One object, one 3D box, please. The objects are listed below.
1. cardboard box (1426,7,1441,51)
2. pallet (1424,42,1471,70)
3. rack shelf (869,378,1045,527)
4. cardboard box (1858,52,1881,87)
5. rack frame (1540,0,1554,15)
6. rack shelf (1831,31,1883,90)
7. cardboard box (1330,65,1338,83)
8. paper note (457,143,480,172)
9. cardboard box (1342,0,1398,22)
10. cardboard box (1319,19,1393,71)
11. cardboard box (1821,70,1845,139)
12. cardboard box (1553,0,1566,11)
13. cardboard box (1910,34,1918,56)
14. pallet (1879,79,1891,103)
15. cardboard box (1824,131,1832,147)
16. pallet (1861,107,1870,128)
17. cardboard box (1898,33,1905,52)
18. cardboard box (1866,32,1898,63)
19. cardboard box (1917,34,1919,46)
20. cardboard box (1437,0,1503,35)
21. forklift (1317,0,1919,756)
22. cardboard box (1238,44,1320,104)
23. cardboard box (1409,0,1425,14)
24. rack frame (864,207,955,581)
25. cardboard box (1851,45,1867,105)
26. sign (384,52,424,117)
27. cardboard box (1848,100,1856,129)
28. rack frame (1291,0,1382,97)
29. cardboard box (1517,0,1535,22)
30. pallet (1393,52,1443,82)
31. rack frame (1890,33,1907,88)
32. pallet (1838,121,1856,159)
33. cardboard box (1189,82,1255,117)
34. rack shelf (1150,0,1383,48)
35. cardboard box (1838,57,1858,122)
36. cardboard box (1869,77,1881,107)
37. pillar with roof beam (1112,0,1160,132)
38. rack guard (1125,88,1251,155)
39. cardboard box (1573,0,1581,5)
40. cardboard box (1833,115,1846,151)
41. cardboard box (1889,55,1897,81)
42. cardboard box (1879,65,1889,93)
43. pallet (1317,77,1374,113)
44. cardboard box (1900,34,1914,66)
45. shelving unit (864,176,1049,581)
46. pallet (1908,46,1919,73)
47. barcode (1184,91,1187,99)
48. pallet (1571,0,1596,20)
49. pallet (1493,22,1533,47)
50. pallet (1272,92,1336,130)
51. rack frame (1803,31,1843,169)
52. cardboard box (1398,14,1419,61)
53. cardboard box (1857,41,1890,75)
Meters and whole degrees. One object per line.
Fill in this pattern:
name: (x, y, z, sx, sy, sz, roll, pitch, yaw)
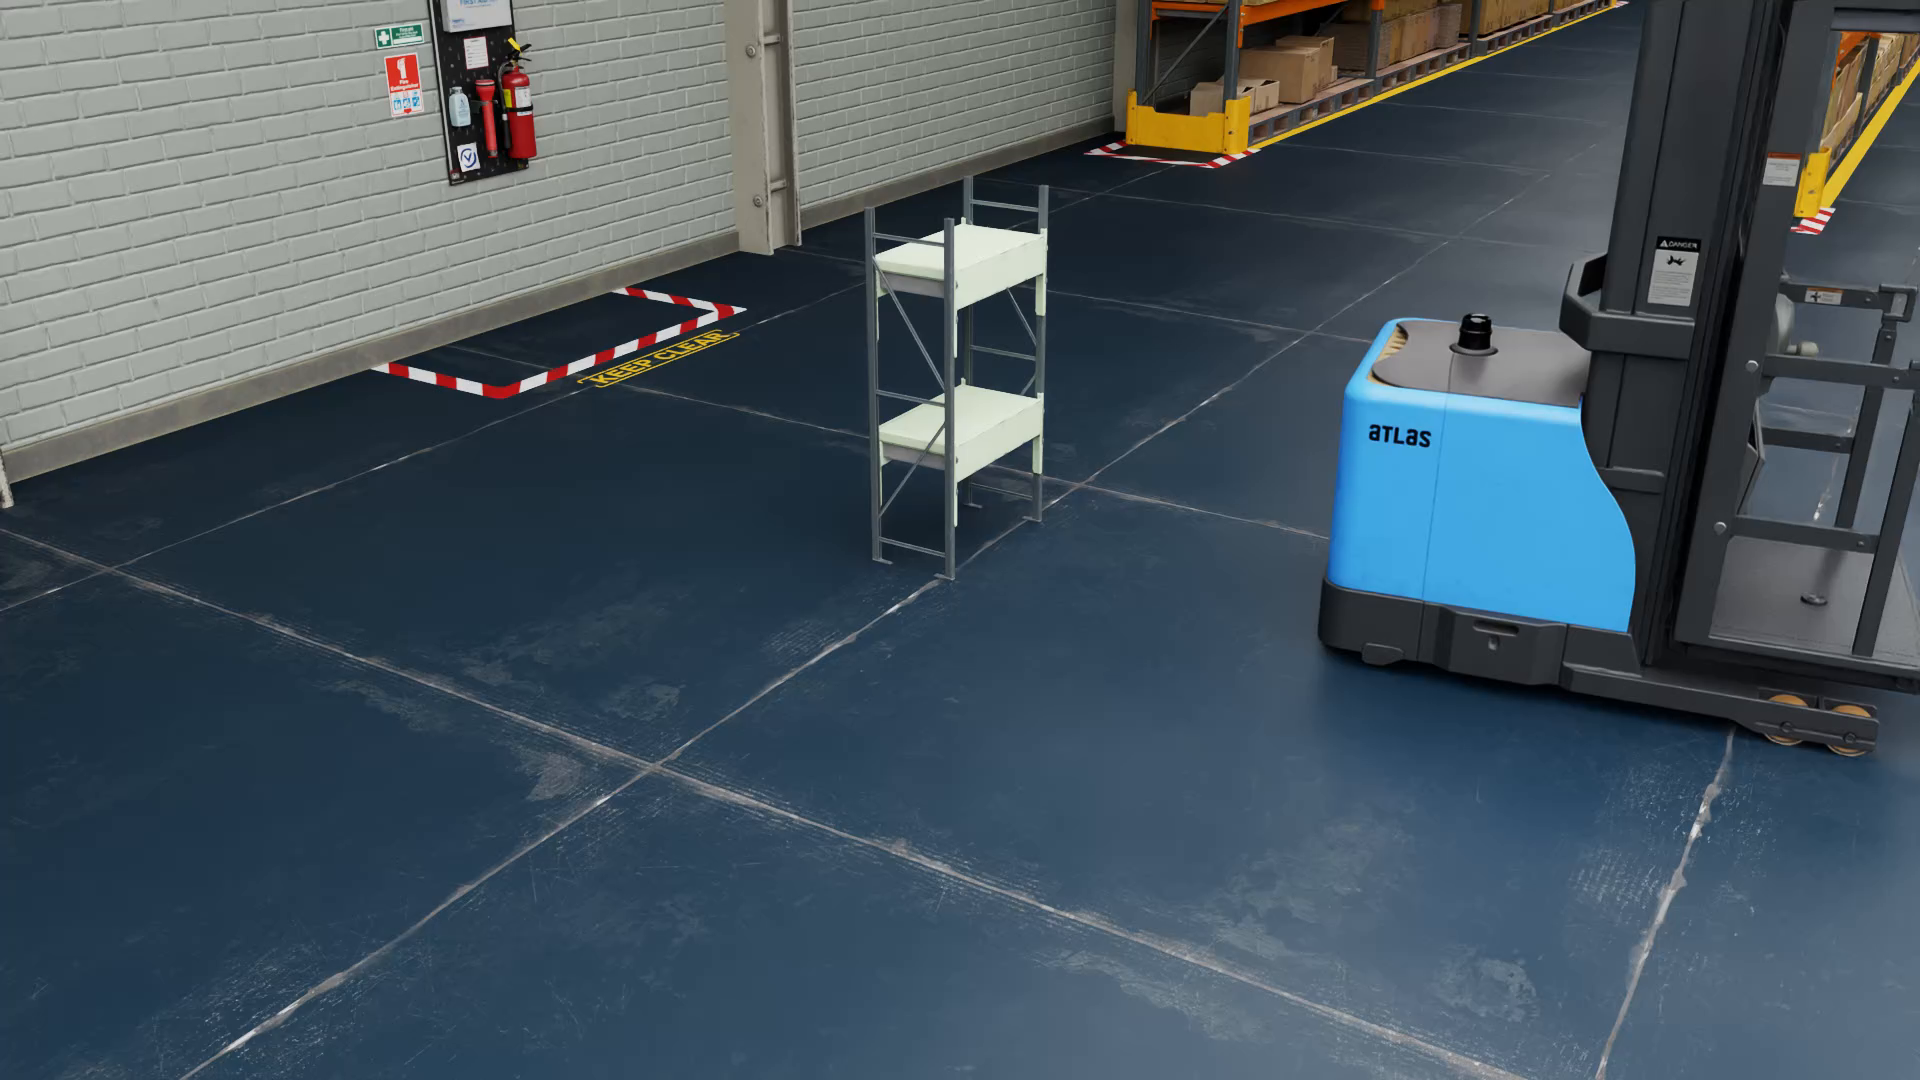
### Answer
cardboard box: (5.643, -6.488, 21.053, 0.700, 0.500, 0.500, 14, 27, 29)
pallet: (5.935, -6.293, 21.522, 1.003, 0.211, 1.213, 14, 27, 29)
rack shelf: (-0.004, -0.387, 7.076, 0.431, 0.370, 0.720, 14, 27, 29)
cardboard box: (8.879, -4.725, 16.616, 0.500, 0.311, 0.500, 14, 27, 29)
rack frame: (8.459, -9.186, 24.695, 1.000, 3.000, 0.127, 14, 27, 29)
rack shelf: (7.394, -4.444, 14.646, 1.077, 0.370, 4.000, 14, 27, 29)
cardboard box: (3.982, -5.201, 18.501, 0.380, 0.166, 0.250, 10, 25, 22)
paper note: (-2.890, -2.253, 9.788, 0.016, 0.148, 0.142, 14, 27, 29)
cardboard box: (4.842, -6.287, 19.645, 0.500, 0.250, 0.500, 13, 27, 28)
cardboard box: (4.613, -5.793, 19.449, 0.700, 0.500, 0.500, 15, 28, 31)
cardboard box: (7.073, -3.678, 13.959, 0.500, 0.500, 0.500, 14, 27, 29)
cardboard box: (8.940, -8.463, 25.641, 0.700, 0.500, 0.500, 14, 27, 30)
cardboard box: (11.582, -6.294, 20.606, 0.500, 0.500, 0.500, 13, 27, 28)
pallet: (10.092, -5.250, 19.112, 1.003, 0.211, 1.213, 14, 27, 29)
cardboard box: (7.072, -3.334, 14.109, 0.500, 0.250, 0.500, 14, 27, 29)
pallet: (8.805, -4.427, 17.210, 1.003, 0.211, 1.213, 14, 27, 29)
cardboard box: (10.492, -5.759, 19.005, 0.500, 0.311, 0.500, 15, 27, 30)
cardboard box: (9.955, -5.413, 18.204, 0.500, 0.311, 0.500, 14, 27, 29)
cardboard box: (12.119, -6.644, 21.413, 0.500, 0.500, 0.500, 14, 27, 30)
cardboard box: (6.848, -7.263, 22.430, 0.750, 0.750, 0.750, 13, 27, 28)
forklift: (2.910, -0.860, 5.547, 3.031, 2.935, 1.130, 9, 25, 20)
cardboard box: (3.300, -4.835, 17.236, 0.700, 0.500, 0.500, 12, 26, 26)
cardboard box: (5.392, -6.627, 20.432, 0.500, 0.250, 0.500, 14, 27, 29)
rack frame: (-0.197, -0.562, 6.661, 0.400, 1.500, 0.023, 14, 27, 29)
cardboard box: (8.116, -4.356, 15.525, 0.500, 0.500, 0.500, 14, 27, 29)
sign: (-3.117, -2.554, 9.329, 0.001, 0.329, 0.234, 14, 27, 29)
cardboard box: (8.118, -4.011, 15.673, 0.500, 0.250, 0.500, 14, 27, 29)
rack frame: (4.239, -6.486, 18.458, 1.000, 3.000, 0.127, 14, 27, 29)
cardboard box: (7.760, -7.845, 23.774, 0.750, 0.750, 0.750, 15, 27, 31)
pallet: (5.291, -5.883, 20.574, 1.003, 0.211, 1.213, 14, 27, 29)
rack frame: (10.559, -6.800, 19.181, 1.000, 3.000, 0.127, 14, 27, 29)
pallet: (7.994, -3.910, 16.017, 1.003, 0.211, 1.213, 14, 27, 29)
cardboard box: (2.570, -4.319, 16.282, 0.500, 0.311, 0.500, 11, 26, 23)
rack shelf: (3.184, -5.481, 17.041, 1.077, 0.370, 4.000, 14, 27, 29)
cardboard box: (7.604, -4.015, 14.736, 0.500, 0.500, 0.500, 14, 27, 29)
cardboard box: (9.143, -4.637, 17.118, 0.500, 0.250, 0.500, 15, 27, 30)
pillar with roof beam: (5.420, -7.405, 13.028, 9.100, 9.000, 0.400, 14, 27, 29)
rack guard: (2.169, -4.015, 15.895, 1.175, 0.500, 0.348, 14, 27, 29)
cardboard box: (9.481, -8.805, 26.430, 0.700, 0.500, 0.500, 15, 27, 30)
cardboard box: (7.604, -3.671, 14.886, 0.500, 0.250, 0.500, 14, 27, 29)
cardboard box: (10.220, -5.327, 18.712, 0.500, 0.250, 0.500, 14, 27, 28)
cardboard box: (9.683, -4.984, 17.919, 0.500, 0.250, 0.500, 14, 27, 30)
pallet: (3.914, -4.973, 18.471, 1.003, 0.211, 1.213, 14, 27, 29)
cardboard box: (11.042, -5.948, 19.807, 0.500, 0.500, 0.500, 15, 28, 31)
shelving unit: (-0.004, -0.686, 6.947, 0.431, 1.500, 0.755, 14, 27, 29)
pallet: (11.629, -6.174, 21.246, 1.003, 0.211, 1.213, 14, 27, 29)
barcode: (2.240, -4.413, 16.488, 0.001, 0.075, 0.075, 14, 27, 29)
pallet: (9.569, -8.560, 26.759, 1.003, 0.211, 1.213, 14, 27, 29)
pallet: (7.473, -7.217, 23.656, 1.003, 0.211, 1.213, 14, 27, 29)
pallet: (3.272, -4.559, 17.516, 1.003, 0.211, 1.213, 14, 27, 29)
rack frame: (6.339, -4.099, 12.944, 1.000, 3.000, 0.127, 14, 27, 29)
cardboard box: (5.146, -6.142, 20.254, 0.700, 0.500, 0.500, 14, 27, 30)
cardboard box: (9.419, -5.068, 17.407, 0.500, 0.311, 0.500, 13, 27, 27)
